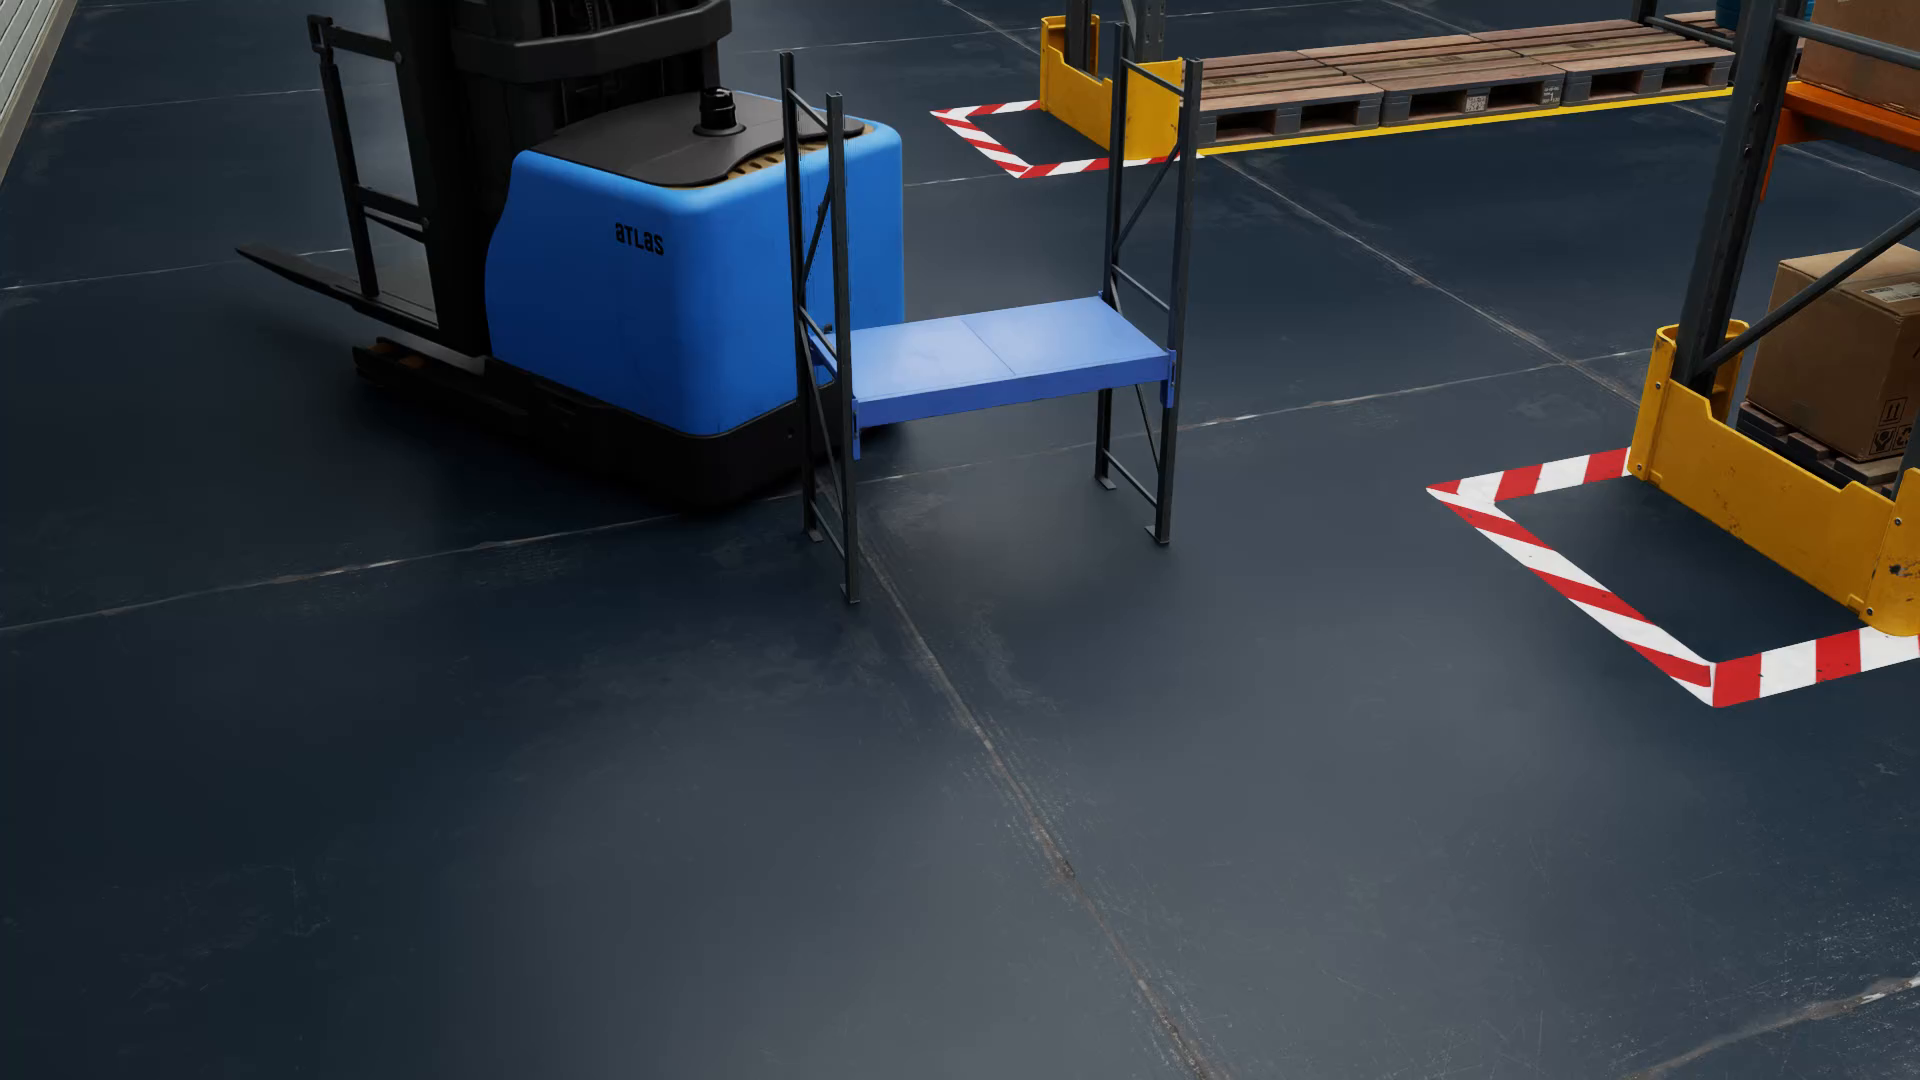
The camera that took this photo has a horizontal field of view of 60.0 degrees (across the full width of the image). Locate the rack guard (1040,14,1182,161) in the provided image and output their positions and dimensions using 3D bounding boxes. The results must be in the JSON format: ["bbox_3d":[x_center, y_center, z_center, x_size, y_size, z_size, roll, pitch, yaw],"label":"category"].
[{"bbox_3d":[0.808,-2.507,9.145,0.348,0.500,1.175,-10,31,-18],"label":"rack guard"}]

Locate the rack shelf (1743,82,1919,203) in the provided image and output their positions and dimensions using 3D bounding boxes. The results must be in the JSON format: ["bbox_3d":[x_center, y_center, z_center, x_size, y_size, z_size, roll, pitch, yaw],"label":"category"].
[{"bbox_3d":[4.424,-1.337,5.293,4.000,0.370,1.077,-10,31,-18],"label":"rack shelf"}]

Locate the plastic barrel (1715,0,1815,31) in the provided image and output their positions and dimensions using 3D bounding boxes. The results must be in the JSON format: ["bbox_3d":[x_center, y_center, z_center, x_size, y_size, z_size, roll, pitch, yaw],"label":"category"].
[{"bbox_3d":[5.091,-3.650,10.322,0.708,0.901,0.600,-10,31,-18],"label":"plastic barrel"}]

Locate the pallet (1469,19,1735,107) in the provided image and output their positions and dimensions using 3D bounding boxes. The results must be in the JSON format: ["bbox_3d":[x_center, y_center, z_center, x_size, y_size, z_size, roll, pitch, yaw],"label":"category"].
[{"bbox_3d":[3.899,-2.937,10.192,1.213,0.211,1.003,-10,31,-18],"label":"pallet"}]

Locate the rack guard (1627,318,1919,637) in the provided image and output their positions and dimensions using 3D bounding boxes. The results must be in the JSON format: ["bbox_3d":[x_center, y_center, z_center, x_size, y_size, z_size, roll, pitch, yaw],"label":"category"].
[{"bbox_3d":[2.621,-0.231,5.151,0.348,0.500,1.175,-10,31,-18],"label":"rack guard"}]

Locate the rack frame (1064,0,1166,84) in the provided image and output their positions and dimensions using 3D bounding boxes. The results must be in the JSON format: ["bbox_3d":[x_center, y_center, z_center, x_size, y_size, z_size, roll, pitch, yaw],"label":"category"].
[{"bbox_3d":[0.826,-3.603,8.544,0.127,3.000,1.000,-10,31,-18],"label":"rack frame"}]

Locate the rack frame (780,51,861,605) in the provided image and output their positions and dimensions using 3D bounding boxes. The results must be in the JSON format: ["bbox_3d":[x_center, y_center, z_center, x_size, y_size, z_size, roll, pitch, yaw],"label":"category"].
[{"bbox_3d":[-0.396,-0.579,4.751,0.032,1.500,0.500,-10,31,-18],"label":"rack frame"}]

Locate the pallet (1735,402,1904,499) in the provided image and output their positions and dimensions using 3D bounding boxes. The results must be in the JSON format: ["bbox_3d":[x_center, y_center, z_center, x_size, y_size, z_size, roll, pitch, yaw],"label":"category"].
[{"bbox_3d":[3.368,-0.244,5.465,1.213,0.211,1.003,-10,31,-18],"label":"pallet"}]

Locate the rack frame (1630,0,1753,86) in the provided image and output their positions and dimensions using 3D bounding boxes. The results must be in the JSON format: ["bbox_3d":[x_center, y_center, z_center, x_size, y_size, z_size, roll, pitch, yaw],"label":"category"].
[{"bbox_3d":[4.575,-4.293,9.756,0.127,3.000,1.000,-10,31,-18],"label":"rack frame"}]

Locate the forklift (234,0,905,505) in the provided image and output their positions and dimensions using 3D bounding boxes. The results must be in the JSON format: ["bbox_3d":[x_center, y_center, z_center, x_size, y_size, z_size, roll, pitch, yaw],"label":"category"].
[{"bbox_3d":[-1.645,-1.970,5.746,3.031,2.935,1.130,22,36,33],"label":"forklift"}]

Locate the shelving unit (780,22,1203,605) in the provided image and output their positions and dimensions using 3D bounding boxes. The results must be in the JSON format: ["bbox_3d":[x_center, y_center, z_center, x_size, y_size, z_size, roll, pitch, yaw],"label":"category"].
[{"bbox_3d":[0.080,-0.666,4.905,1.048,1.500,0.538,-10,31,-18],"label":"shelving unit"}]

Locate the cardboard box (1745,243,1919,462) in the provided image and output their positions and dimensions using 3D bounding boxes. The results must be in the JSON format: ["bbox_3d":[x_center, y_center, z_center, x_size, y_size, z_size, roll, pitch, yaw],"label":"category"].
[{"bbox_3d":[2.973,-0.617,5.384,0.500,0.500,0.500,-10,31,-18],"label":"cardboard box"}]

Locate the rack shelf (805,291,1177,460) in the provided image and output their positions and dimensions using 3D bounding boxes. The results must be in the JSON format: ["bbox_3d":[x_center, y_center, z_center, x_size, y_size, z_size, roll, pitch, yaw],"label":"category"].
[{"bbox_3d":[0.080,-0.510,4.994,1.000,0.185,0.538,-10,31,-18],"label":"rack shelf"}]

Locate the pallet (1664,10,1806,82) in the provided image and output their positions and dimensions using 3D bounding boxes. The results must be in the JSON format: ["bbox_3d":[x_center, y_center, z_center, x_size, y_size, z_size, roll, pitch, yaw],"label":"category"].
[{"bbox_3d":[5.313,-3.196,10.646,1.213,0.211,1.003,-10,31,-18],"label":"pallet"}]

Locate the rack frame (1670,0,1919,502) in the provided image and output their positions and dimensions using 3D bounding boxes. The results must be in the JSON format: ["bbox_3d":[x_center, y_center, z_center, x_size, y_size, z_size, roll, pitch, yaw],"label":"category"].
[{"bbox_3d":[2.550,-1.304,4.509,0.127,3.000,1.000,-10,31,-18],"label":"rack frame"}]

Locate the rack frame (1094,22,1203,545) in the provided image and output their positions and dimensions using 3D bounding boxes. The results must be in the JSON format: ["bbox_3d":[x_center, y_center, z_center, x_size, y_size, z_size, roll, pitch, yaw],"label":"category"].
[{"bbox_3d":[0.556,-0.754,5.059,0.032,1.500,0.500,-10,31,-18],"label":"rack frame"}]

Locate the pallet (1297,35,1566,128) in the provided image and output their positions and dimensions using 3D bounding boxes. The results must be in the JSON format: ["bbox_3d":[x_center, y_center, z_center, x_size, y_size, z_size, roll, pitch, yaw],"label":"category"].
[{"bbox_3d":[2.754,-2.724,9.819,1.213,0.211,1.003,-10,31,-18],"label":"pallet"}]

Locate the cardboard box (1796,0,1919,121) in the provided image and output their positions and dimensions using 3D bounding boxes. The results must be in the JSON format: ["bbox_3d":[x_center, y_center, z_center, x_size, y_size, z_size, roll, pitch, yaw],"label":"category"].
[{"bbox_3d":[2.875,-1.551,4.841,0.500,0.500,0.500,-9,31,-16],"label":"cardboard box"}]

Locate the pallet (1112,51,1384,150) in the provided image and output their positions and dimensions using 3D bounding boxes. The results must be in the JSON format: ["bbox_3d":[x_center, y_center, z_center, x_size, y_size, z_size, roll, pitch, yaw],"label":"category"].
[{"bbox_3d":[1.612,-2.516,9.452,1.213,0.211,1.003,-10,31,-18],"label":"pallet"}]
